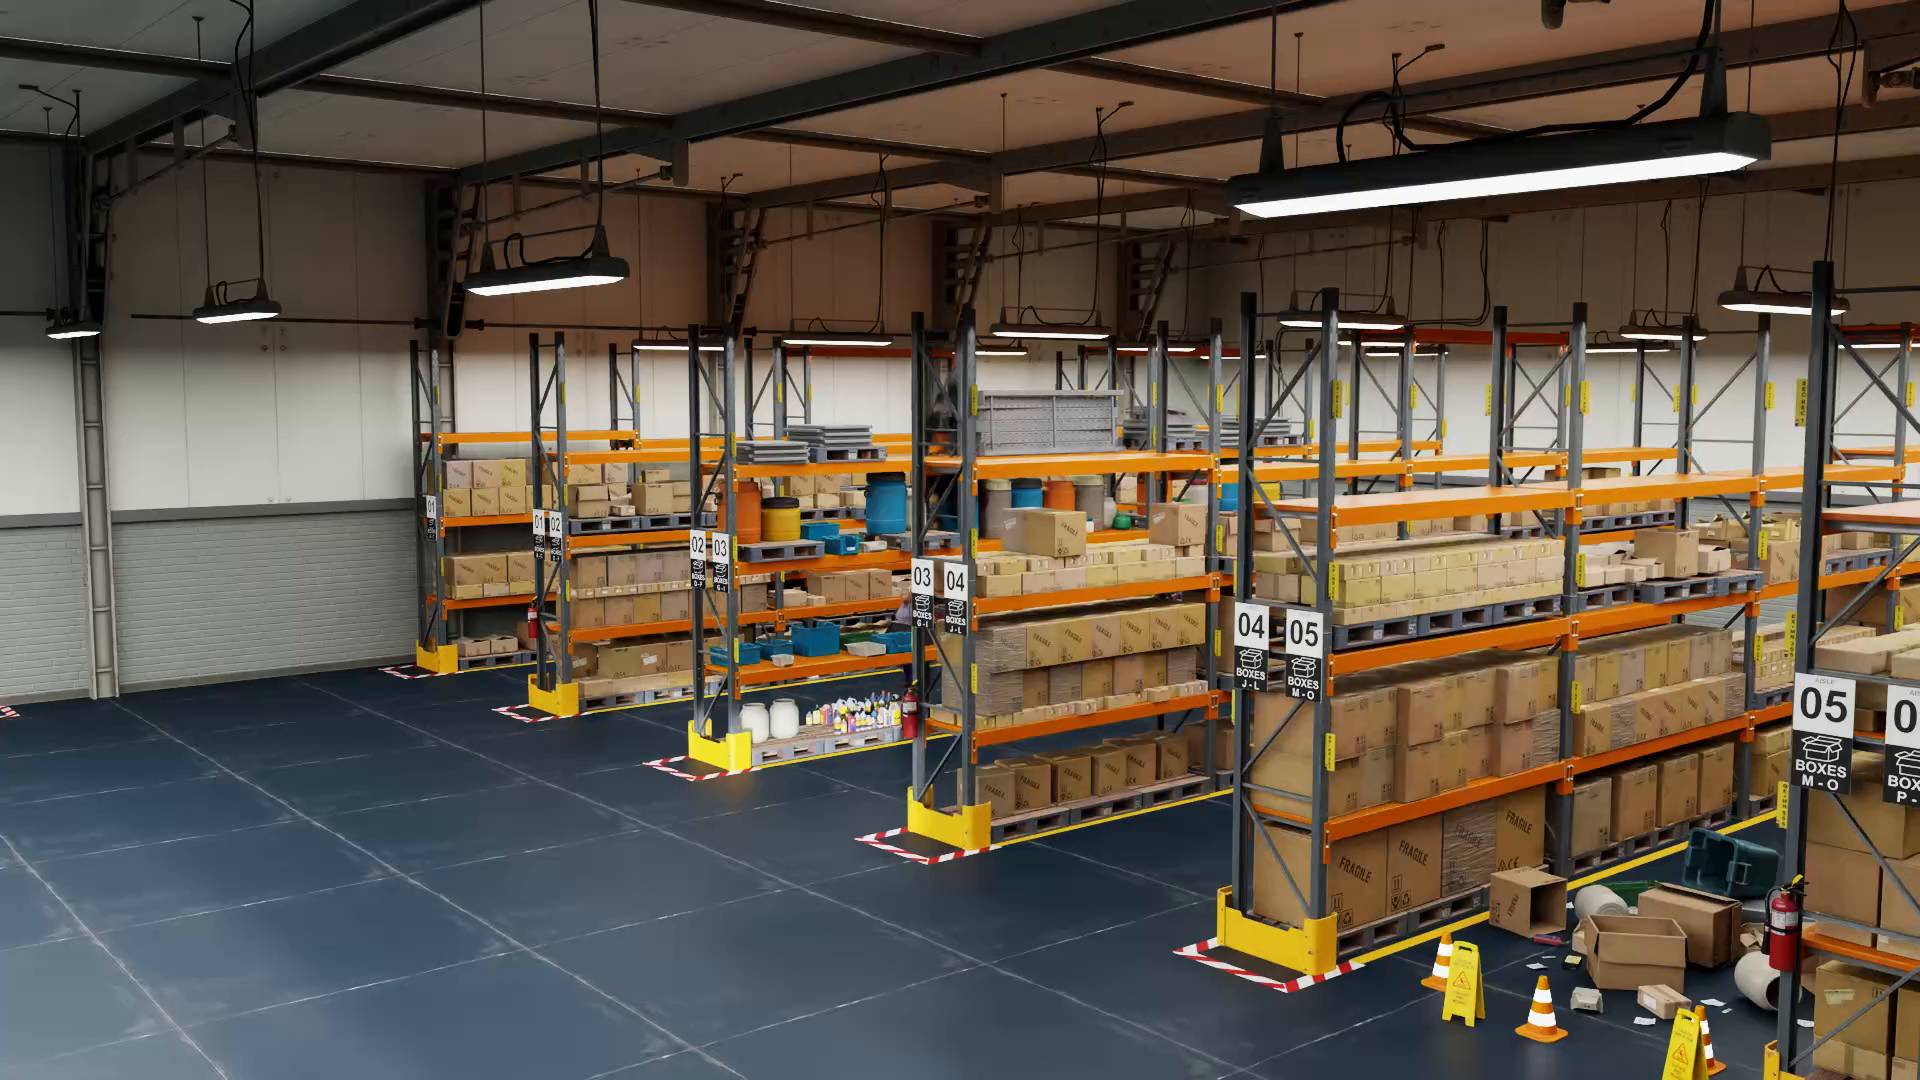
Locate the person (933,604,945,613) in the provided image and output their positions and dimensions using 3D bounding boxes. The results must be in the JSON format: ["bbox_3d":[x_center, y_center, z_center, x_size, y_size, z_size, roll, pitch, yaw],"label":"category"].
[{"bbox_3d":[-0.160,1.509,27.715,0.791,1.825,0.738,-4,7,-37],"label":"person"}]

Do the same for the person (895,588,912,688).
[{"bbox_3d":[-0.832,1.593,26.923,0.499,1.610,0.596,-5,7,-42],"label":"person"}]
